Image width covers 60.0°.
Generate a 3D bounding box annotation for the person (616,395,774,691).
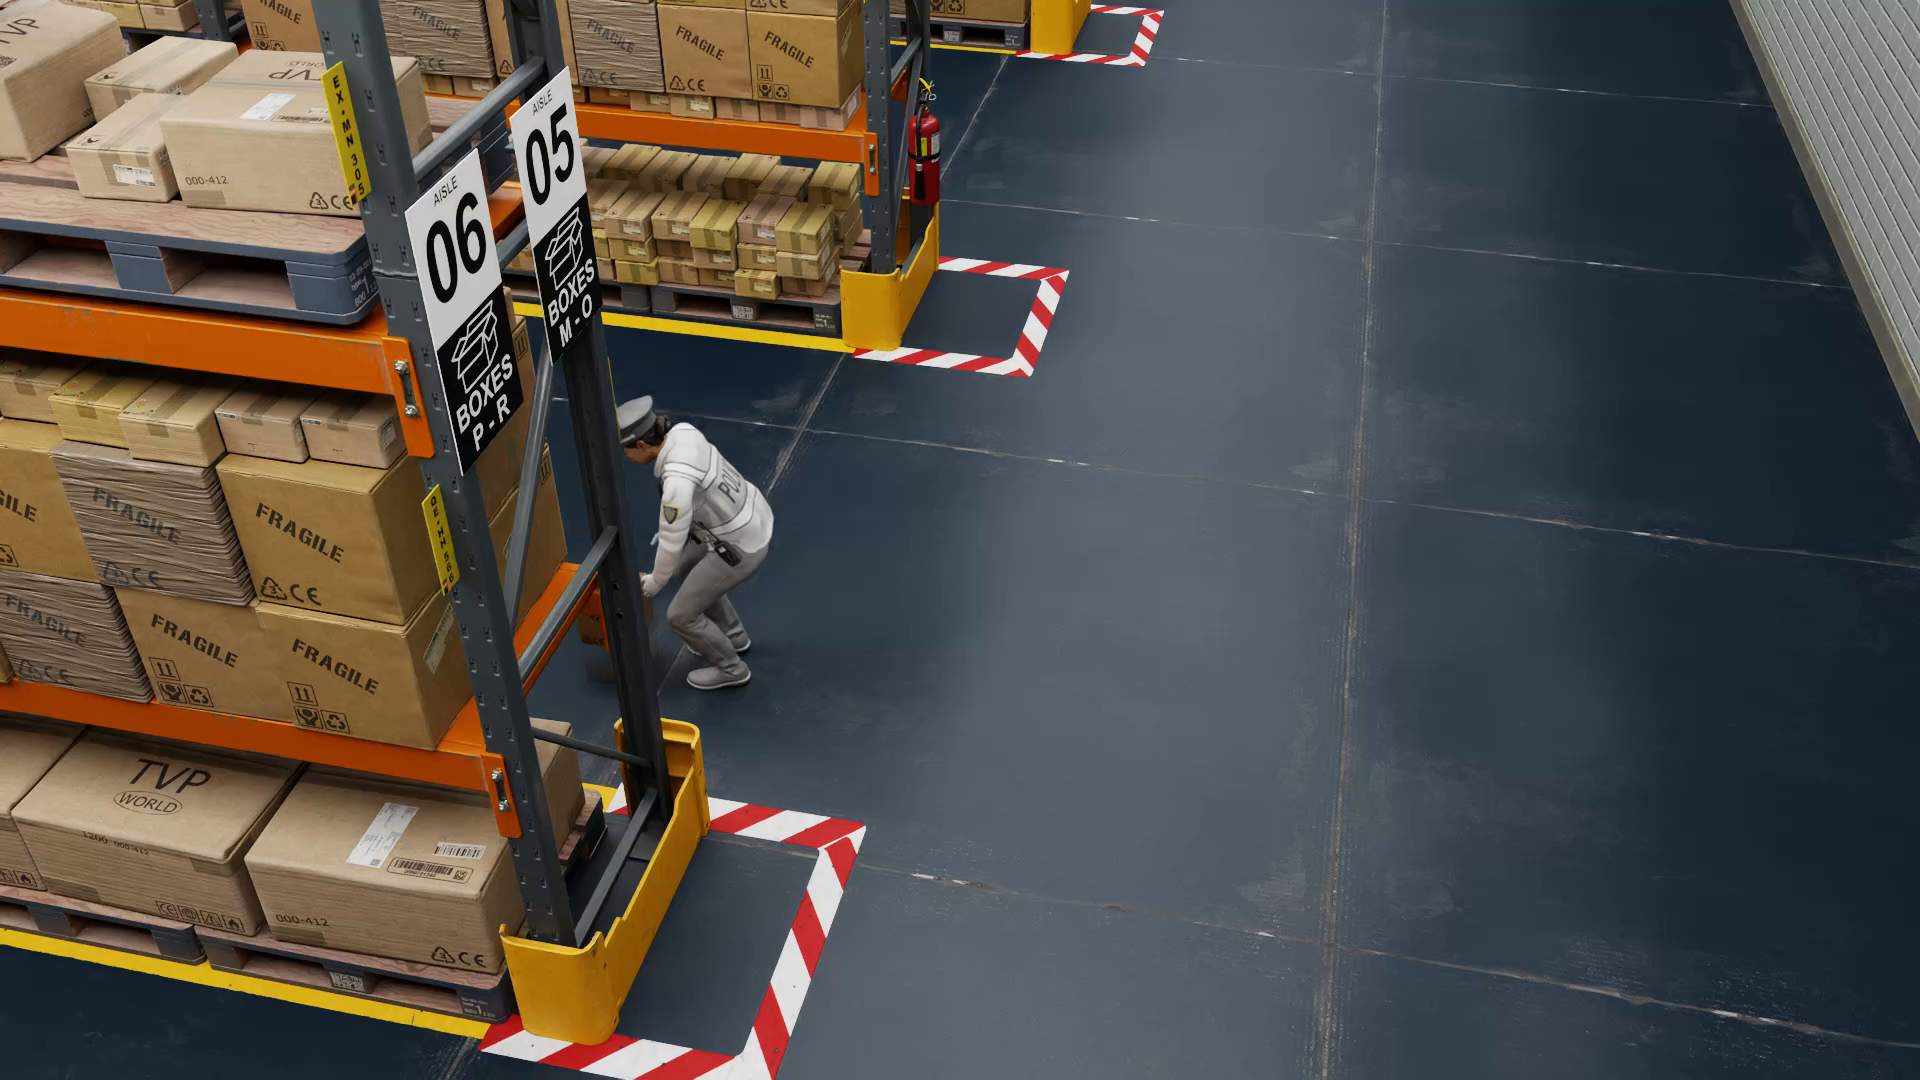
[{"bbox_3d":[-1.137,0.022,7.138,0.673,1.430,0.534,0,37,0],"label":"person"}]
